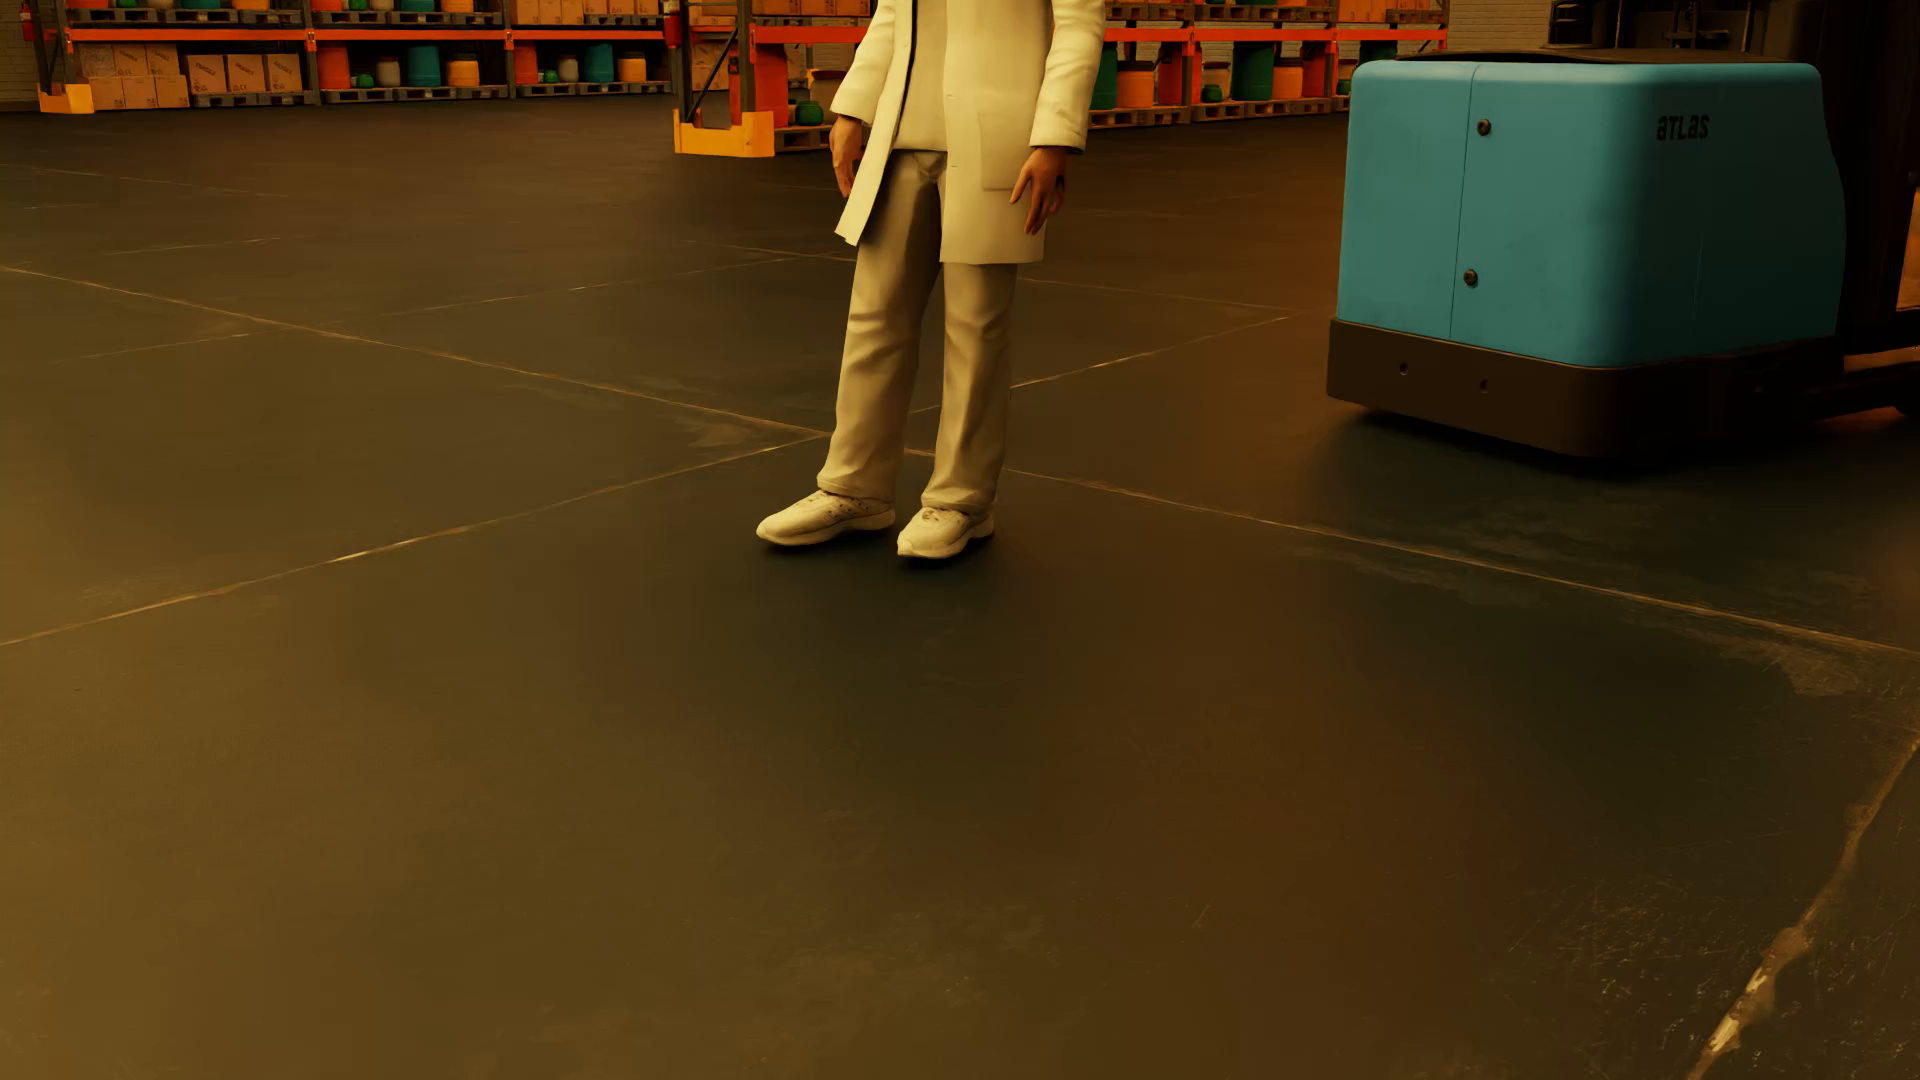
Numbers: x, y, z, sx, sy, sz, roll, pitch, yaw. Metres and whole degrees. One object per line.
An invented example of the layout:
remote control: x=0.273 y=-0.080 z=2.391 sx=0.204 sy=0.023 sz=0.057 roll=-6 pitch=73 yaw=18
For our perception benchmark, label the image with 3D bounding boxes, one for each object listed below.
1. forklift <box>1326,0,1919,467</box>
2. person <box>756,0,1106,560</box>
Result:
forklift: x=2.664 y=-1.902 z=5.162 sx=3.031 sy=2.935 sz=1.130 roll=-10 pitch=20 yaw=-31
person: x=-0.061 y=-0.838 z=3.616 sx=0.698 sy=1.777 sz=0.578 roll=13 pitch=21 yaw=37
